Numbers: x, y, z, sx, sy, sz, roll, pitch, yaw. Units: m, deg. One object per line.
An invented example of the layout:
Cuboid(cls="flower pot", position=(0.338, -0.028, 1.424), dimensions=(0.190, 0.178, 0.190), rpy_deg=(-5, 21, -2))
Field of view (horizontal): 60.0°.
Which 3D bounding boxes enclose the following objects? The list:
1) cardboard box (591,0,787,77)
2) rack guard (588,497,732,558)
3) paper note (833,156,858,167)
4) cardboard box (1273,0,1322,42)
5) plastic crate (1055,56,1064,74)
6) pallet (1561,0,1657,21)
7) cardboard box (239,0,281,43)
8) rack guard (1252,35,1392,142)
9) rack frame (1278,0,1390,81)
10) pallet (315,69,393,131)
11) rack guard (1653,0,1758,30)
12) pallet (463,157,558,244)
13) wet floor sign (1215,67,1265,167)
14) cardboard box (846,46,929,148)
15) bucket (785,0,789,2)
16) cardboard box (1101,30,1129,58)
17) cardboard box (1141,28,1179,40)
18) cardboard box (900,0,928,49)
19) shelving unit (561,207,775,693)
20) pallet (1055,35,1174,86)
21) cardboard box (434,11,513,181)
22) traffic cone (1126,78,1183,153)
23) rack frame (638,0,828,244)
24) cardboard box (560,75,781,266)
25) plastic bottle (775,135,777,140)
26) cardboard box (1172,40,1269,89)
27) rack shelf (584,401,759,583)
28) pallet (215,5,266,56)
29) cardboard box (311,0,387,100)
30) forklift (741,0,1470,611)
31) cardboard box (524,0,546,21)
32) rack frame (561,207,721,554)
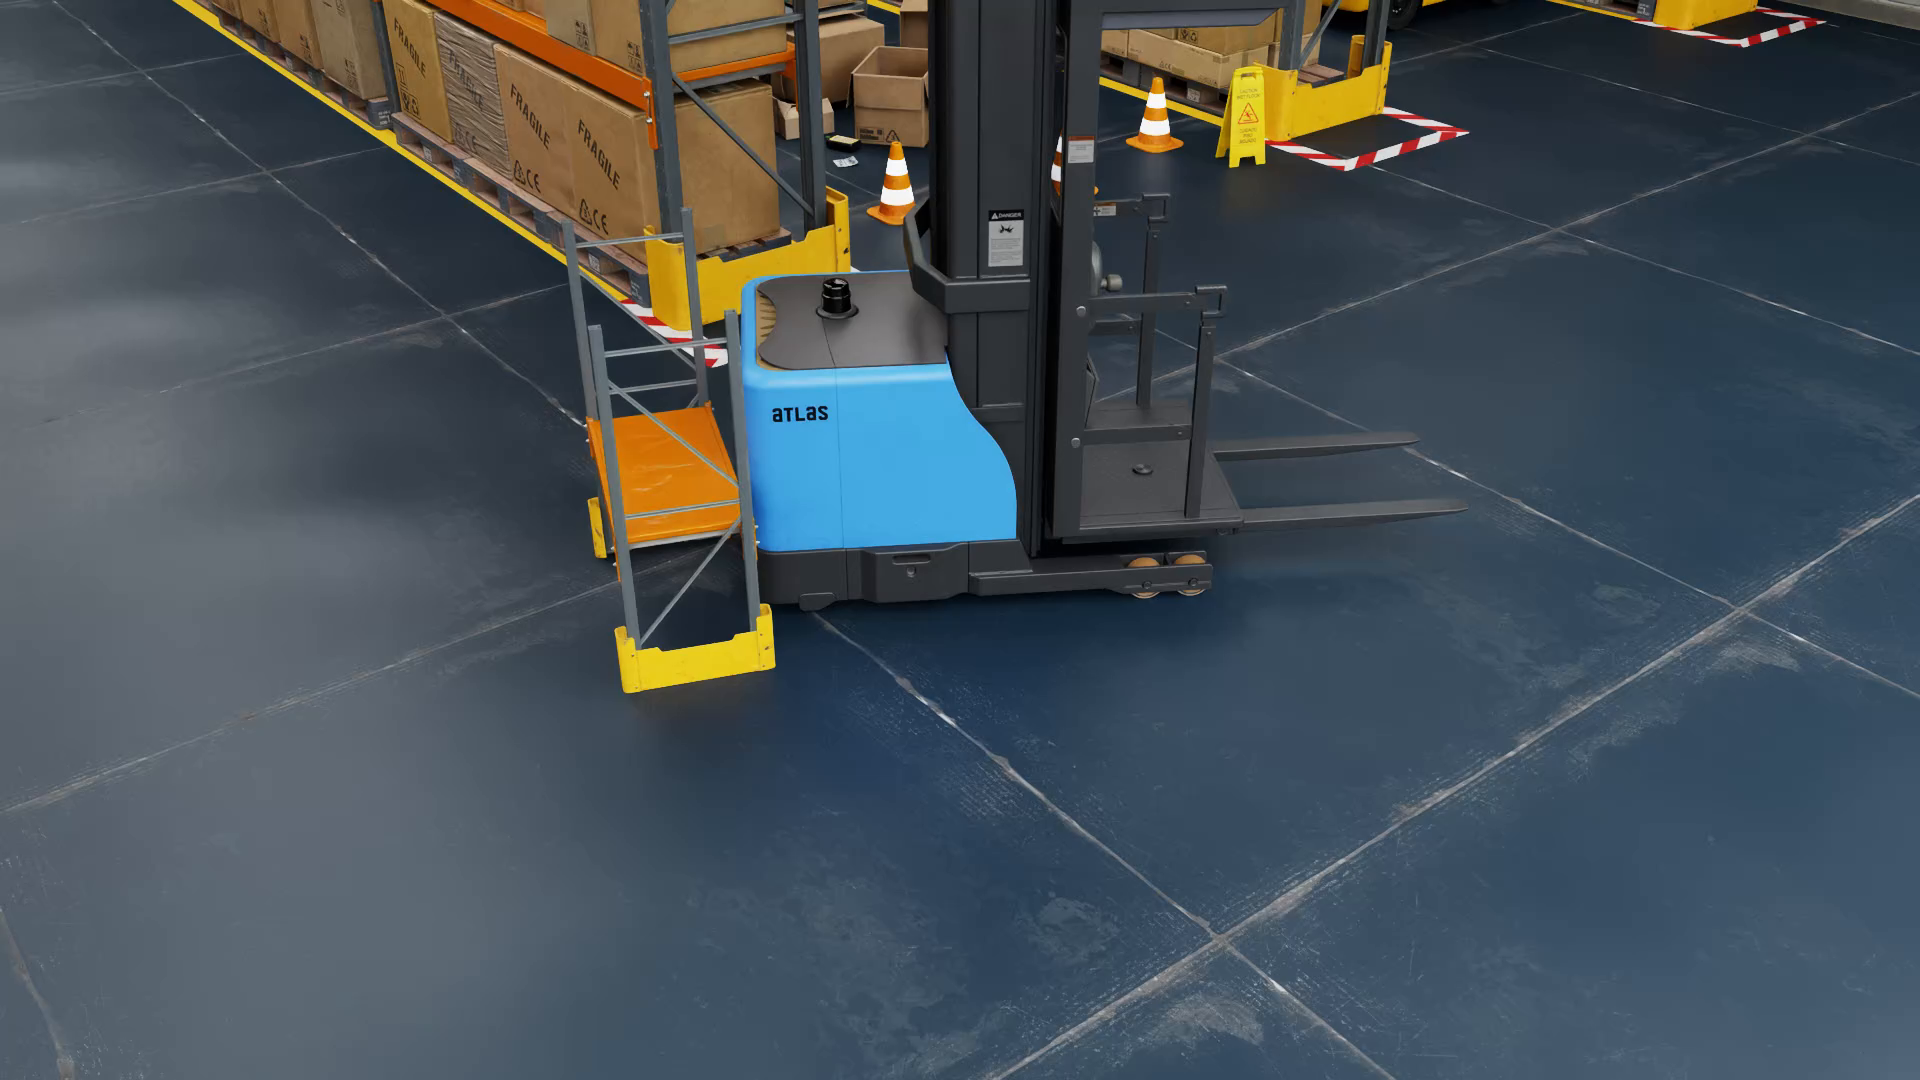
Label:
Cuboid(cls="cardboard box", position=(-1.453, -2.876, 8.895), dimensions=(0.875, 0.550, 0.550), rpy_deg=(-22, 38, -31))
Cuboid(cls="rack guard", position=(-1.288, -0.091, 7.159), dimensions=(0.587, 0.250, 0.087), rpy_deg=(-9, 33, -14))
Cuboid(cls="paper note", position=(-0.784, -2.596, 11.402), dimensions=(0.144, 0.017, 0.142), rpy_deg=(-10, 33, -15))
Cuboid(cls="cardboard box", position=(2.368, -4.080, 12.473), dimensions=(0.500, 0.500, 0.500), rpy_deg=(-24, 39, -33))
Cuboid(cls="plastic crate", position=(0.521, -3.823, 13.329), dimensions=(0.583, 0.080, 0.402), rpy_deg=(18, 36, 27))
Cuboid(cls="pallet", position=(6.075, -5.044, 15.171), dimensions=(1.003, 0.211, 1.213), rpy_deg=(-22, 38, -31))
Cuboid(cls="cardboard box", position=(-5.254, -4.583, 13.520), dimensions=(1.050, 0.750, 0.750), rpy_deg=(-22, 38, -31))
Cuboid(cls="rack guard", position=(2.612, -3.286, 12.066), dimensions=(1.175, 0.500, 0.348), rpy_deg=(-22, 38, -31))
Cuboid(cls="rack frame", position=(2.659, -4.316, 11.356), dimensions=(1.000, 3.000, 0.127), rpy_deg=(-22, 38, -31))
Cuboid(cls="pallet", position=(-4.175, -3.452, 12.608), dimensions=(1.003, 0.211, 1.213), rpy_deg=(-22, 38, -31))
Cuboid(cls="rack guard", position=(6.592, -4.851, 14.587), dimensions=(1.175, 0.500, 0.348), rpy_deg=(-22, 38, -31))
Cuboid(cls="pallet", position=(-2.485, -2.304, 10.759), dimensions=(1.003, 0.211, 1.213), rpy_deg=(-22, 38, -31))
Cuboid(cls="wet floor sign", position=(1.930, -2.890, 11.292), dimensions=(0.267, 0.644, 0.232), rpy_deg=(-10, 33, -15))
Cuboid(cls="cardboard box", position=(-0.418, -3.168, 11.874), dimensions=(0.637, 0.503, 0.797), rpy_deg=(6, 32, 10))
Cuboid(cls="bucket", position=(-1.738, -4.284, 12.966), dimensions=(0.726, 0.611, 0.620), rpy_deg=(-10, 23, -15))
Cuboid(cls="cardboard box", position=(1.314, -4.011, 13.073), dimensions=(0.500, 0.250, 0.500), rpy_deg=(-24, 39, -33))
Cuboid(cls="cardboard box", position=(1.639, -4.111, 12.523), dimensions=(0.500, 0.500, 0.500), rpy_deg=(-21, 37, -30))
Cuboid(cls="cardboard box", position=(-0.212, -4.035, 13.271), dimensions=(0.500, 0.500, 0.500), rpy_deg=(1, 32, 2))
Cuboid(cls="shelving unit", position=(-1.147, -0.370, 6.424), dimensions=(0.587, 1.500, 1.083), rpy_deg=(-9, 33, -14))
Cuboid(cls="pallet", position=(1.398, -4.021, 13.524), dimensions=(1.003, 0.211, 1.213), rpy_deg=(-22, 38, -31))
Cuboid(cls="cardboard box", position=(-2.756, -2.956, 10.782), dimensions=(0.875, 0.875, 0.875), rpy_deg=(-22, 38, -31))
Cuboid(cls="traffic cone", position=(1.376, -3.000, 11.642), dimensions=(0.336, 0.463, 0.334), rpy_deg=(-22, 38, -31))
Cuboid(cls="rack frame", position=(-1.189, -2.672, 8.709), dimensions=(1.000, 3.000, 0.127), rpy_deg=(-22, 38, -31))
Cuboid(cls="cardboard box", position=(-1.657, -2.209, 9.580), dimensions=(0.875, 0.875, 0.875), rpy_deg=(-22, 38, -31))
Cuboid(cls="plastic bottle", position=(-1.414, -2.801, 11.702), dimensions=(0.133, 0.061, 0.283), rpy_deg=(18, 36, 27))
Cuboid(cls="cardboard box", position=(1.936, -3.586, 12.389), dimensions=(0.500, 0.250, 0.500), rpy_deg=(-22, 38, -32))
Cuboid(cls="rack shelf", position=(-1.144, -0.212, 6.511), dimensions=(0.538, 0.185, 1.000), rpy_deg=(-9, 33, -14))
Cuboid(cls="pallet", position=(-5.671, -4.469, 14.245), dimensions=(1.003, 0.211, 1.213), rpy_deg=(-22, 38, -31))
Cuboid(cls="cardboard box", position=(-4.094, -3.791, 12.246), dimensions=(1.050, 0.750, 0.750), rpy_deg=(-22, 38, -32))
Cuboid(cls="forklift", position=(0.620, -1.280, 6.533), dimensions=(3.031, 2.935, 1.130), rpy_deg=(-3, 32, -5))
Cuboid(cls="cardboard box", position=(-2.051, -3.372, 9.694), dimensions=(0.875, 0.550, 0.550), rpy_deg=(-22, 38, -31))
Cuboid(cls="rack frame", position=(-1.289, -0.622, 6.830), dimensions=(0.500, 1.500, 0.032), rpy_deg=(-9, 33, -14))
